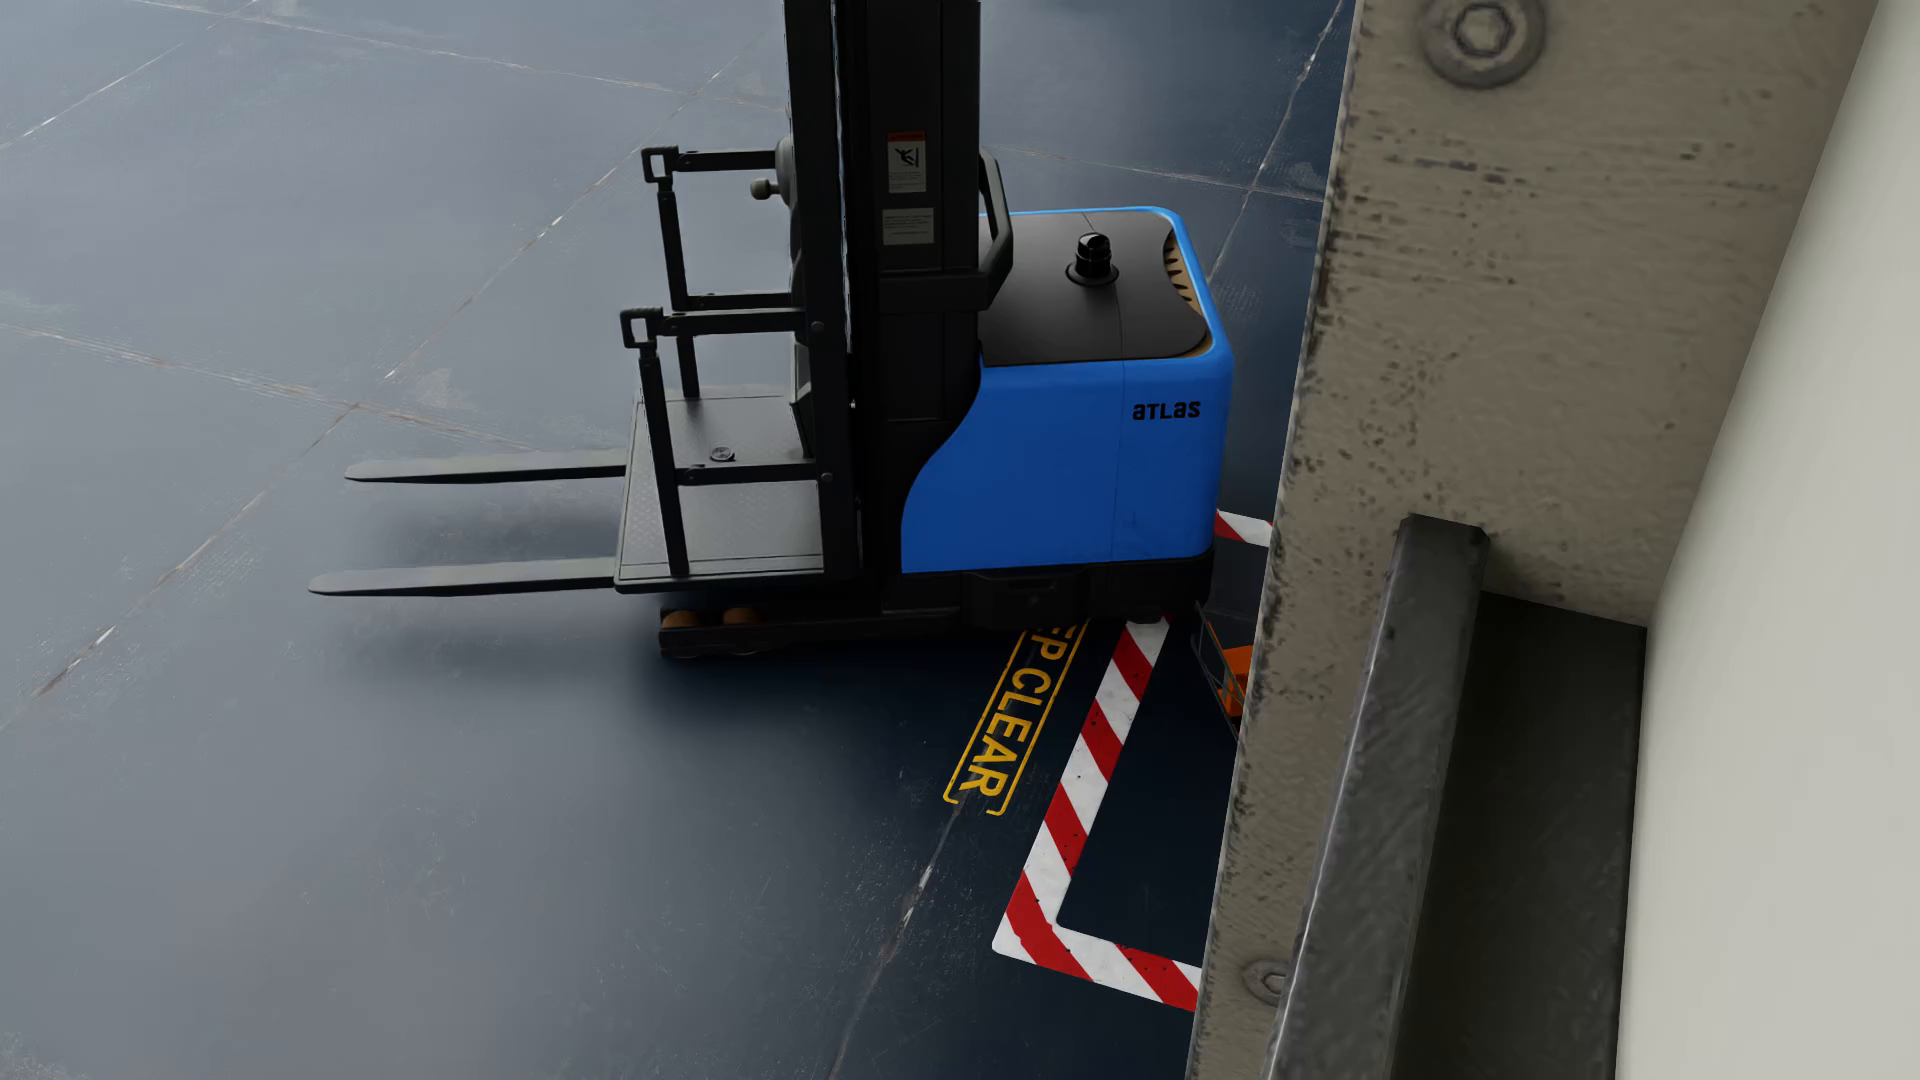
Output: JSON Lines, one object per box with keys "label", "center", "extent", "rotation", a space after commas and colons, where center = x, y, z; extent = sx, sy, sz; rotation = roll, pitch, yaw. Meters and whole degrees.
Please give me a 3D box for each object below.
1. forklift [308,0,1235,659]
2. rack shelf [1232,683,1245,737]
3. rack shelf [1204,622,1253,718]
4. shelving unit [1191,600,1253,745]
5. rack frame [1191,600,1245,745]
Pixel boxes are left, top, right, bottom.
{"label": "forklift", "center": [-0.685, -1.074, 5.063], "extent": [3.031, 2.935, 1.130], "rotation": [-3, 41, -4]}
{"label": "rack shelf", "center": [1.013, 0.588, 5.192], "extent": [0.240, 0.215, 0.259], "rotation": [-9, 42, -9]}
{"label": "rack shelf", "center": [0.952, 0.409, 5.396], "extent": [0.240, 0.215, 0.259], "rotation": [-9, 42, -9]}
{"label": "shelving unit", "center": [1.015, 0.595, 5.185], "extent": [0.252, 0.215, 1.050], "rotation": [-9, 42, -9]}
{"label": "rack frame", "center": [0.896, 0.614, 5.165], "extent": [0.008, 0.200, 1.050], "rotation": [-9, 42, -9]}
